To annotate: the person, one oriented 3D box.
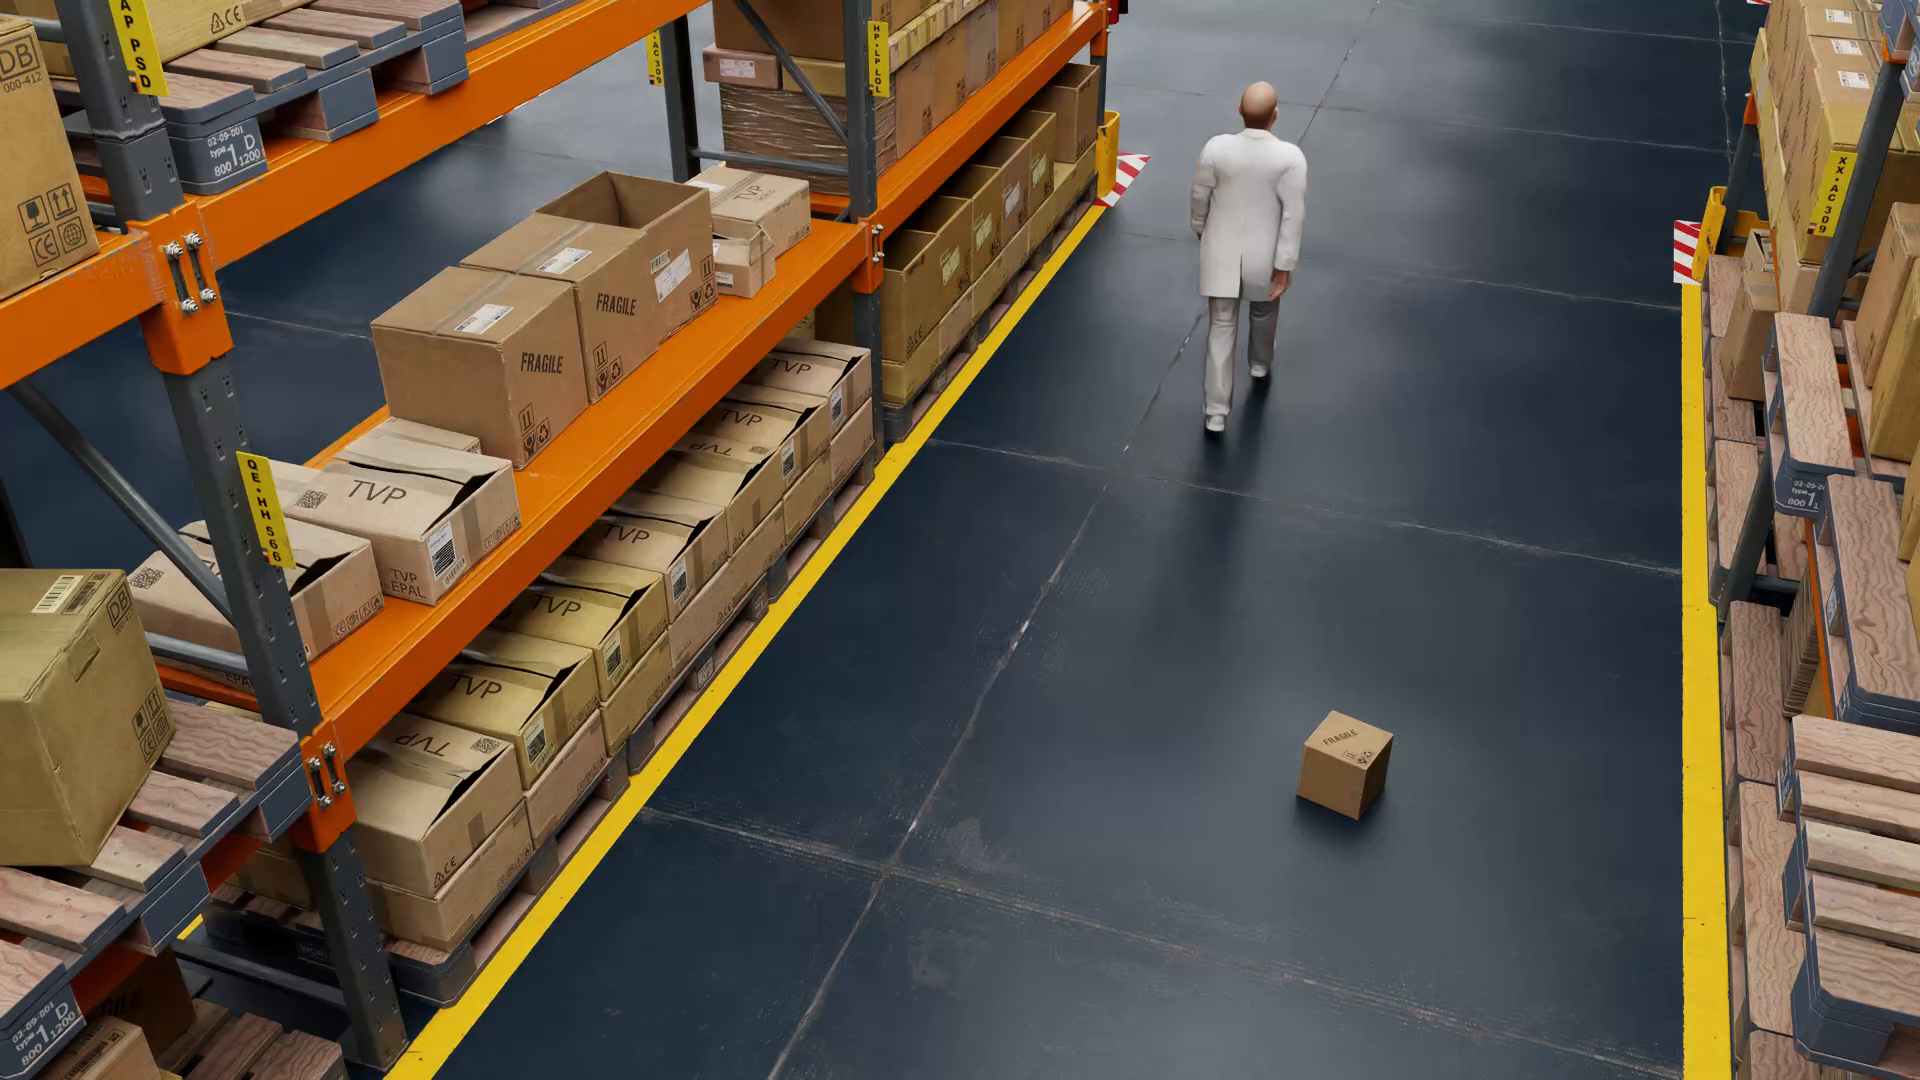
[{"bbox_3d":[1.466,-1.533,8.509,0.573,1.720,1.062,7,34,11],"label":"person"}]
